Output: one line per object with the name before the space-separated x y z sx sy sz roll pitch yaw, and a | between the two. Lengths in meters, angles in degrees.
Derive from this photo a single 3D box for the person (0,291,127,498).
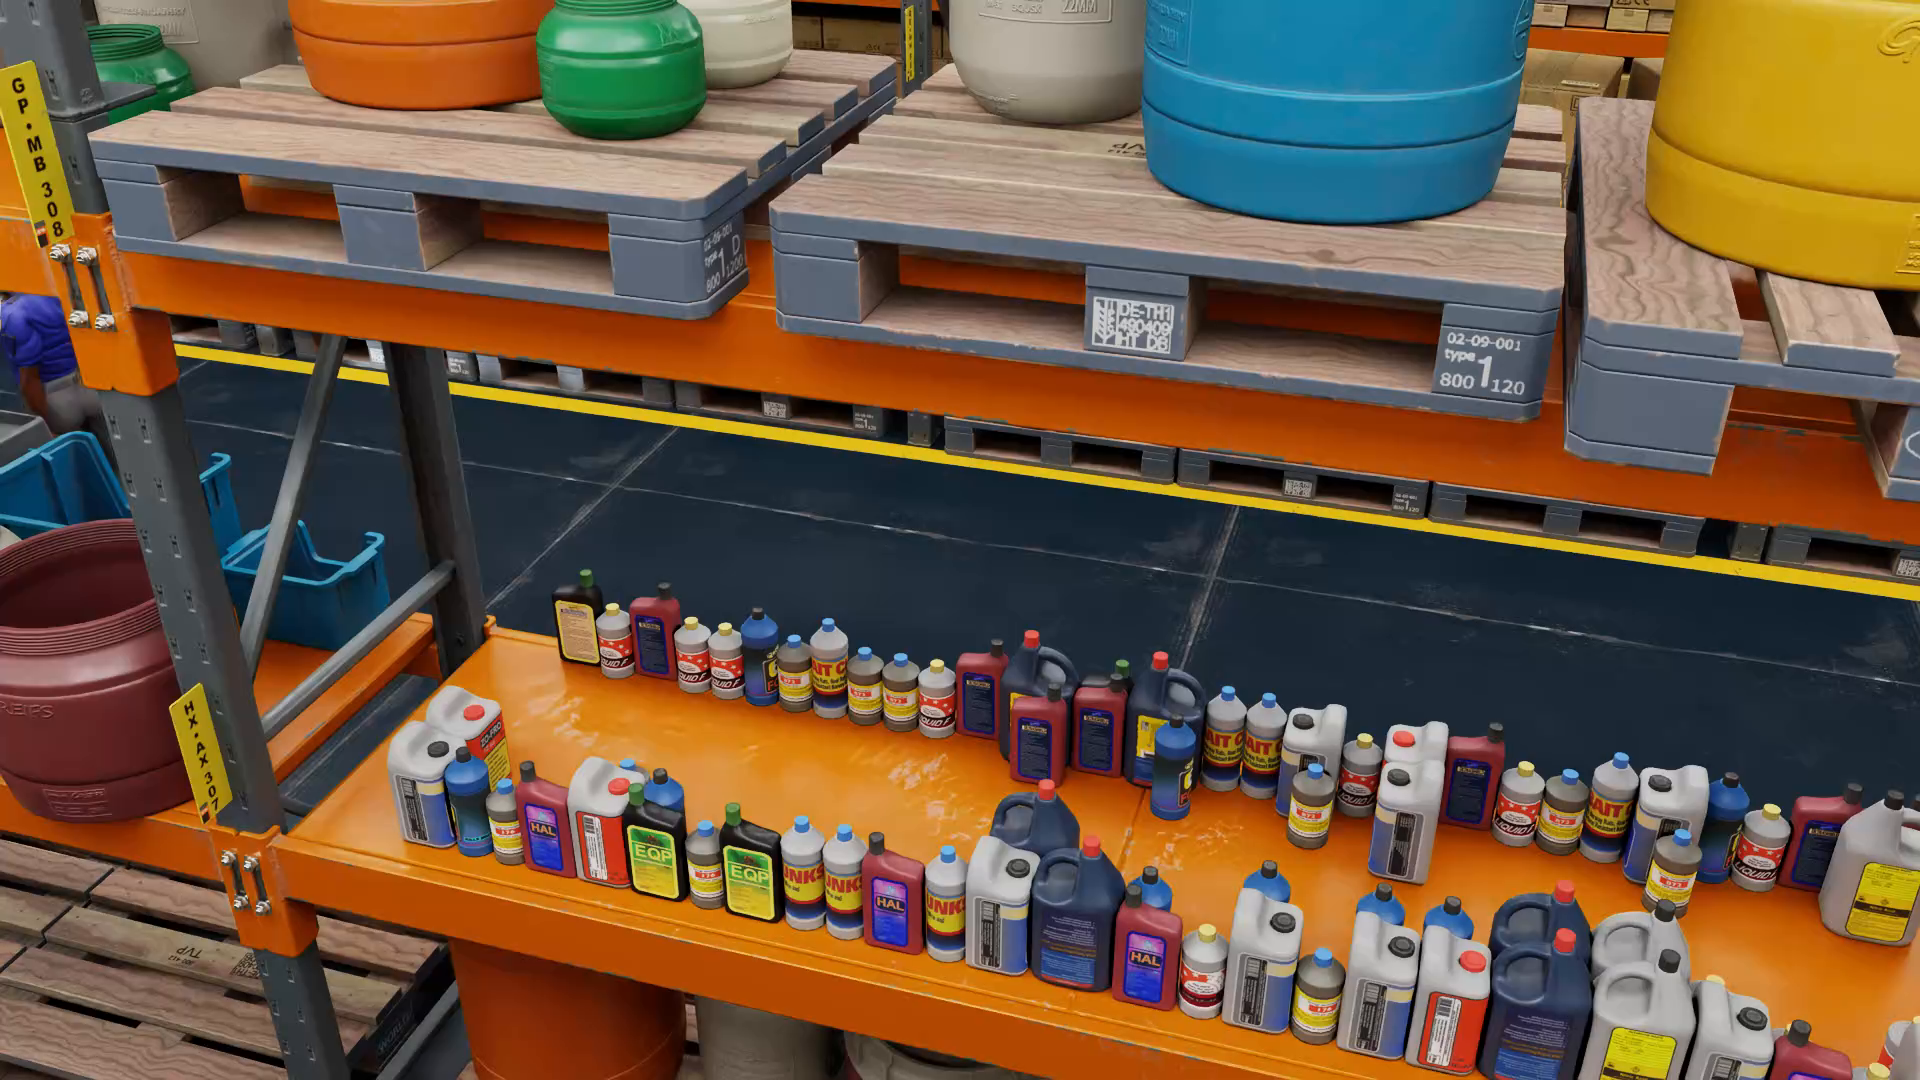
person | -3.837 -0.524 7.107 0.623 1.723 0.441 14 32 23
